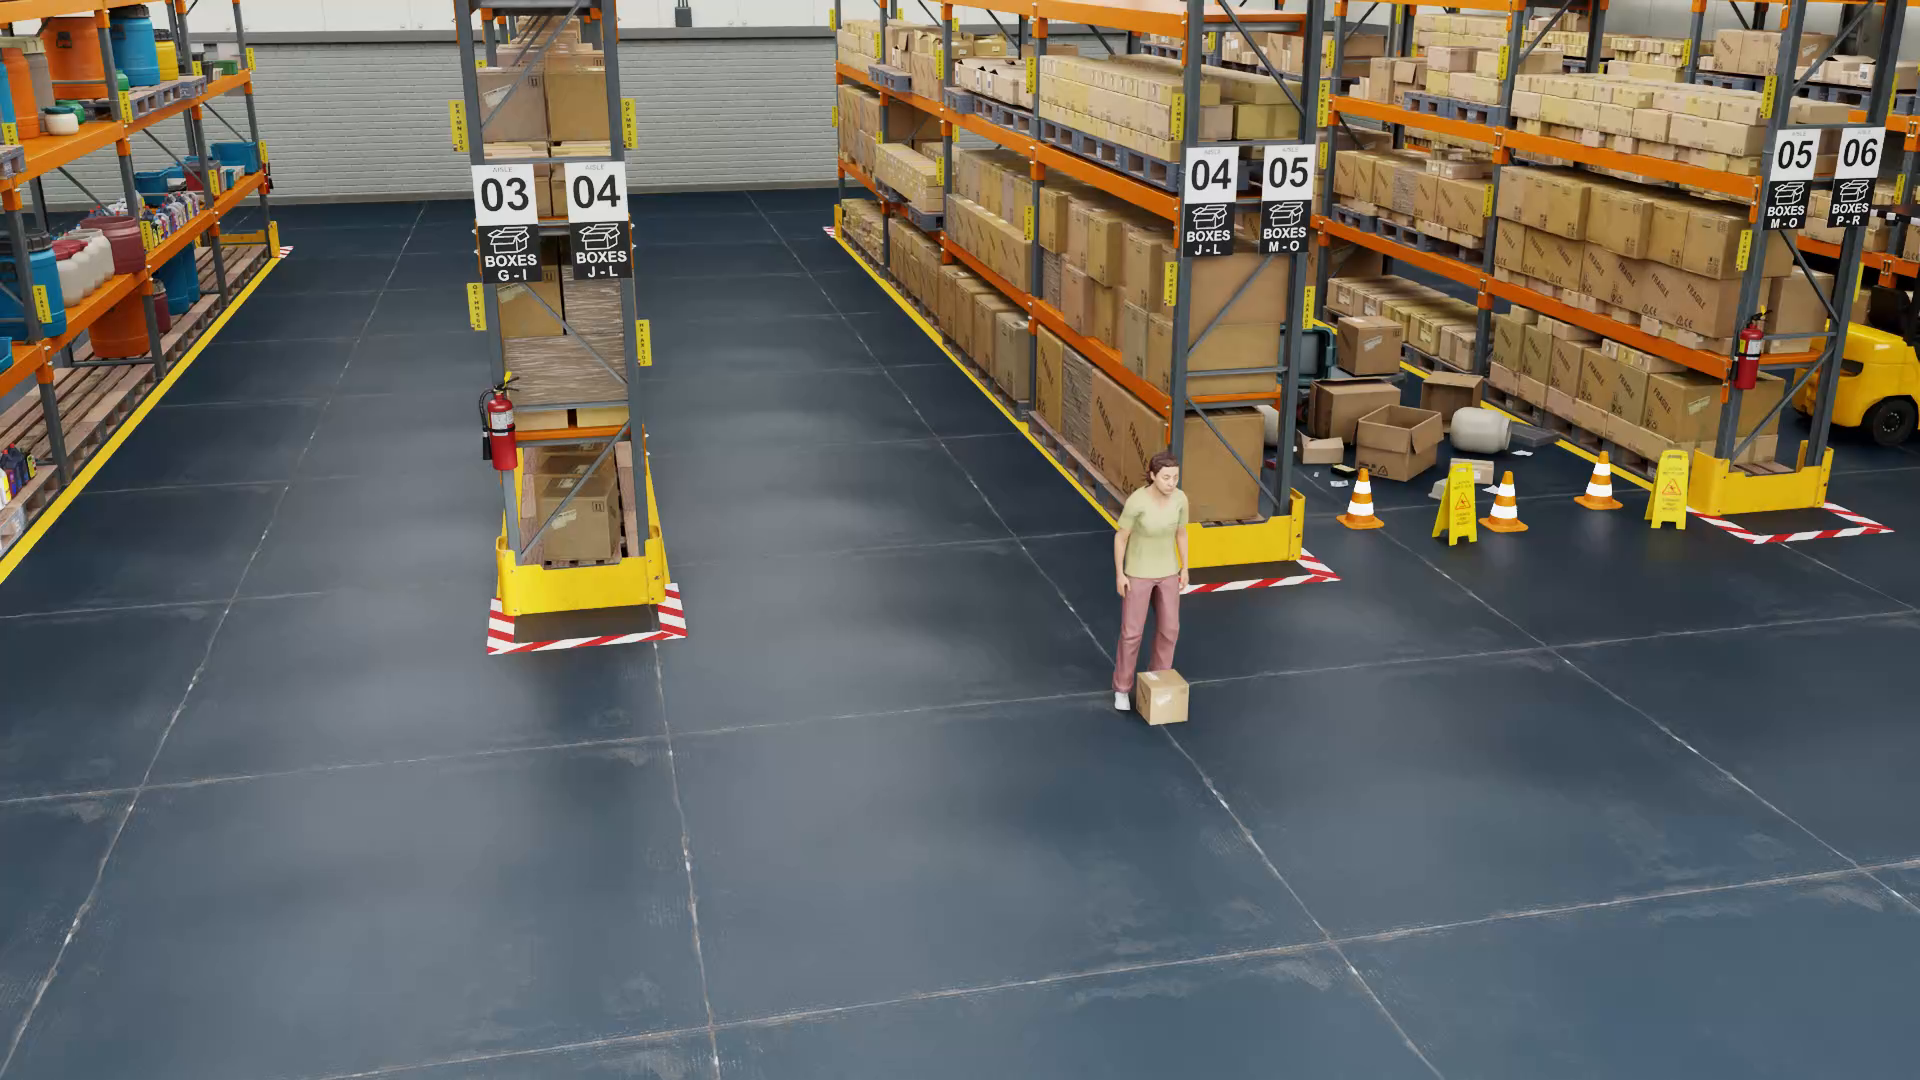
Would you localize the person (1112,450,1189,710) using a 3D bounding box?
[{"bbox_3d":[1.208,0.234,10.423,0.517,1.671,0.362,-6,21,-16],"label":"person"}]
